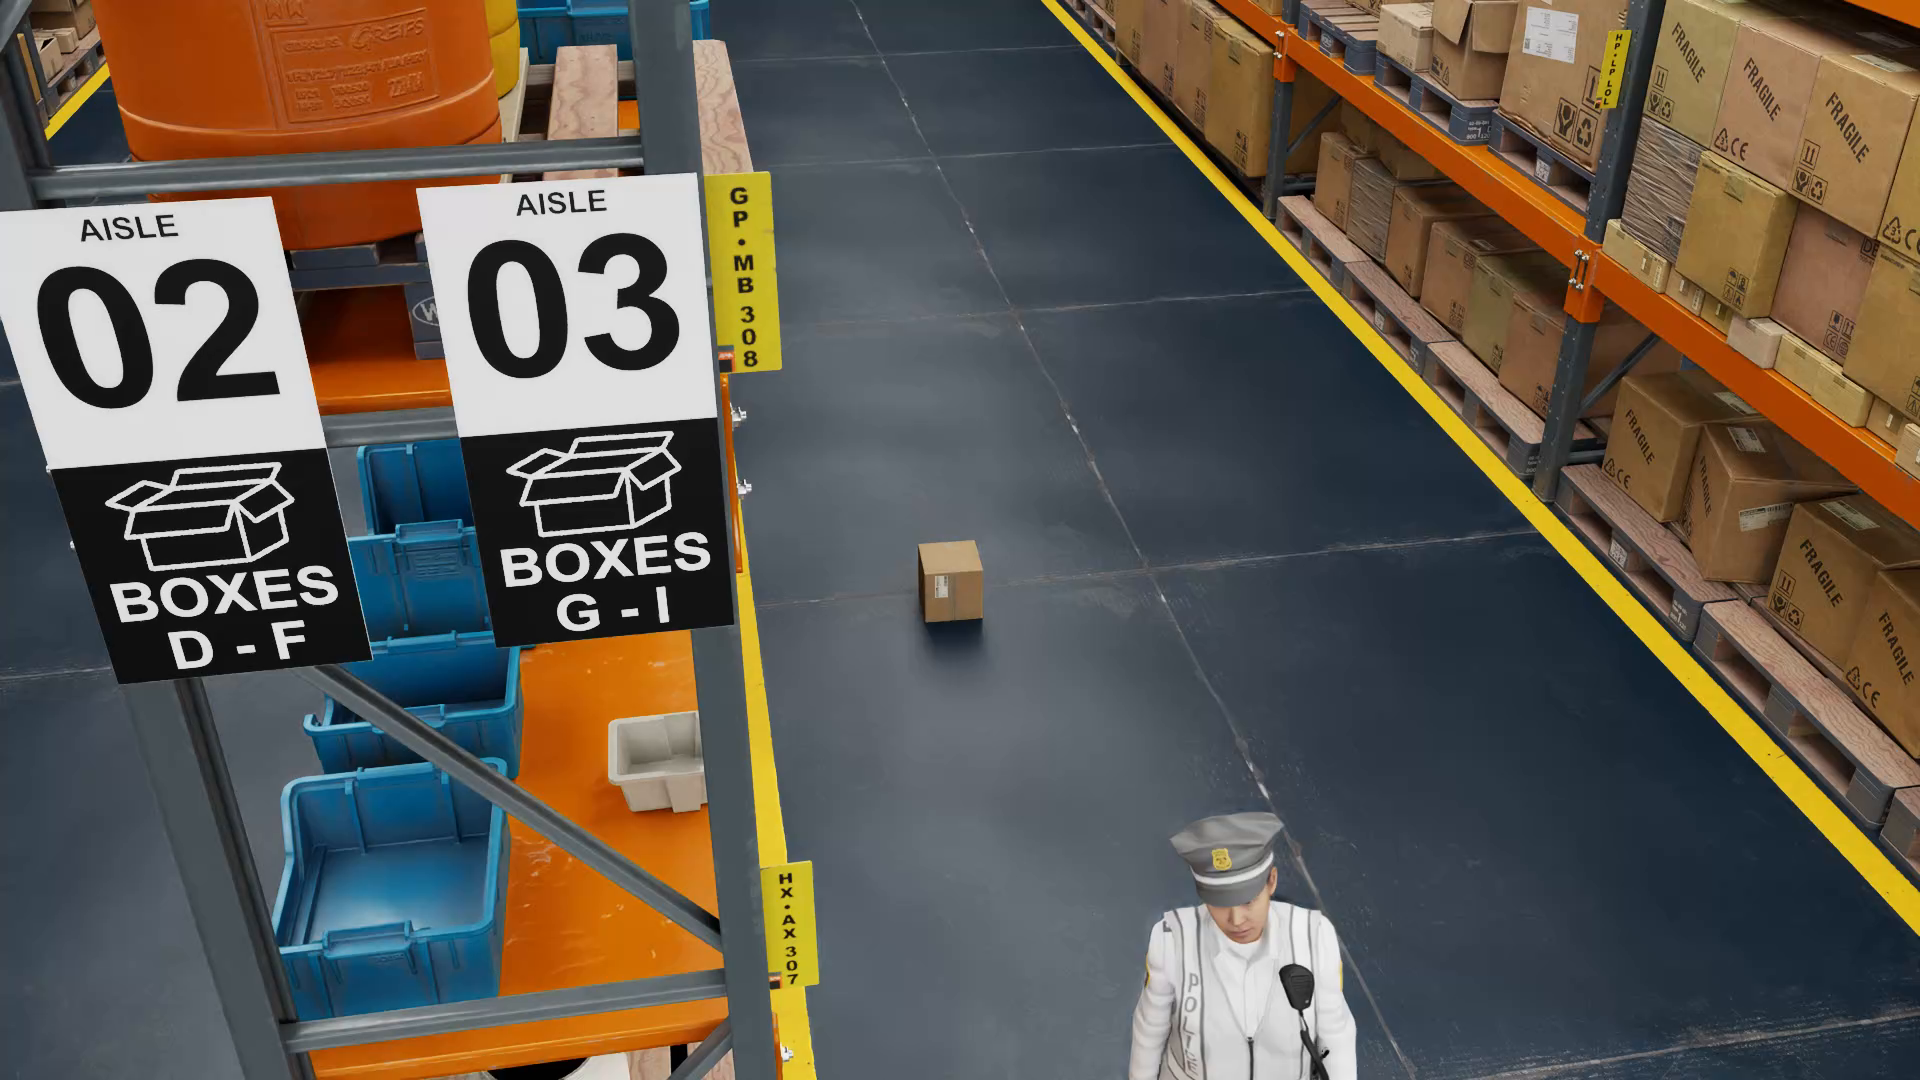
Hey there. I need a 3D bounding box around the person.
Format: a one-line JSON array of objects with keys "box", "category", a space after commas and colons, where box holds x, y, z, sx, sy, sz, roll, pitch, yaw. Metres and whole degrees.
[{"box": [0.663, 1.302, 3.933, 0.505, 1.637, 0.926, -2, 31, -4], "category": "person"}]
